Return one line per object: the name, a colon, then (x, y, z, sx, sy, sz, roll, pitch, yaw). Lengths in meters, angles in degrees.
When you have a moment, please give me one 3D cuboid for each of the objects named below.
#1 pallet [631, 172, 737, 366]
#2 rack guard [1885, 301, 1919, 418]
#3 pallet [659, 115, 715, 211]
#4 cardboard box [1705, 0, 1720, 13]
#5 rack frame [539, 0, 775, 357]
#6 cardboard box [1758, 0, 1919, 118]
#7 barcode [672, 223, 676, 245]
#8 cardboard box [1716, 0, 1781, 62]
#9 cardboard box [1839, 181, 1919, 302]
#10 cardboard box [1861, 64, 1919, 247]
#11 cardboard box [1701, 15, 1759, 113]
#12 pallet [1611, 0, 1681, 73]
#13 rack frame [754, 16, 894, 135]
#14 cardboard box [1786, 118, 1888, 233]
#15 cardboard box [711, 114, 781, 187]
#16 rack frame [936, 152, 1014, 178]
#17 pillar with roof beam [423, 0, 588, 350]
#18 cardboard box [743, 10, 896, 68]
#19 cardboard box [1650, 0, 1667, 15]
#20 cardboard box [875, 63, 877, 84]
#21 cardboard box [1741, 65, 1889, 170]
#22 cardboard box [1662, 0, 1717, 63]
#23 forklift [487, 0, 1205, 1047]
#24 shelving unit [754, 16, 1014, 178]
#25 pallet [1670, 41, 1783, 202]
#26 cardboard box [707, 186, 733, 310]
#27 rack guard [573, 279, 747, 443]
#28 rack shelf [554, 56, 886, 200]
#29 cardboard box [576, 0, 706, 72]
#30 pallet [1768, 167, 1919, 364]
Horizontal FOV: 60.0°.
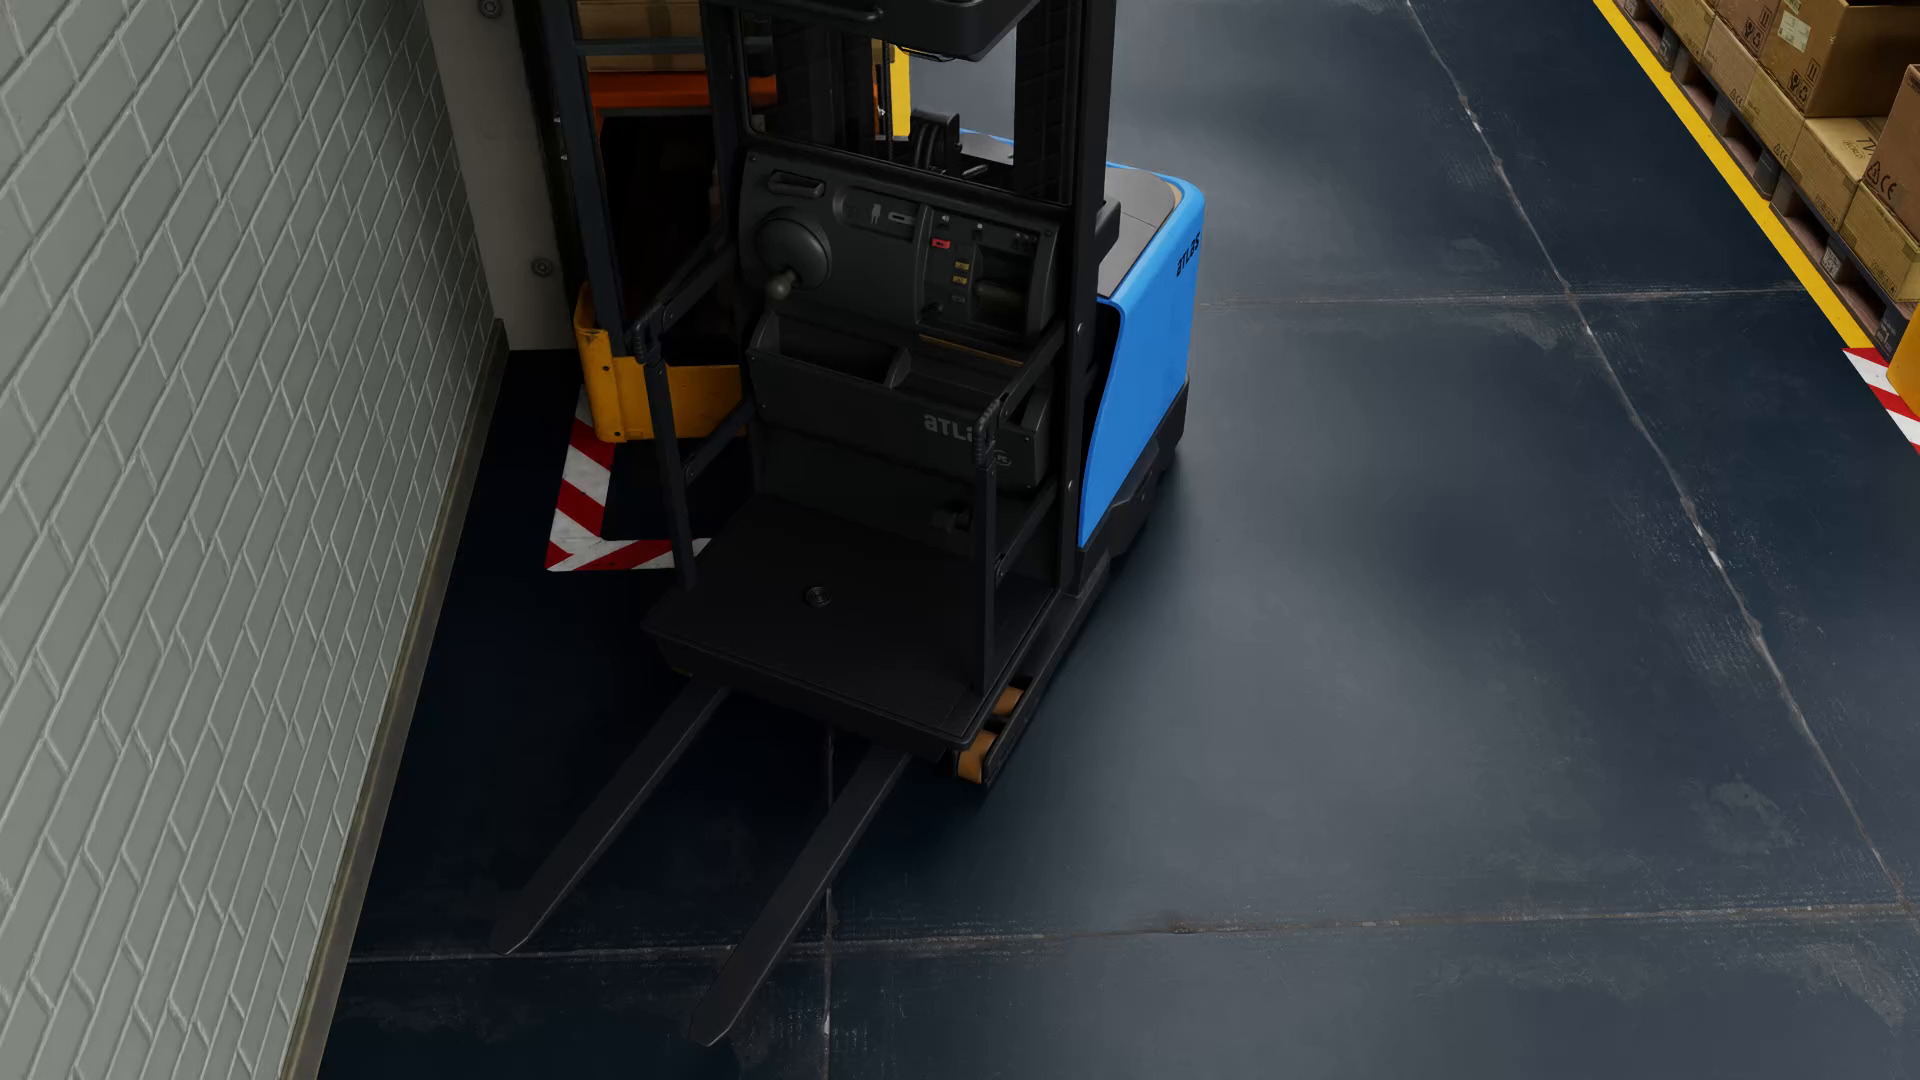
pallet: (-0.779, -1.119, 6.814, 1.003, 0.211, 1.213, -2, 43, -2)
rack guard: (4.174, -0.753, 6.201, 1.175, 0.500, 0.348, -2, 43, -2)
pallet: (-0.828, -1.940, 7.710, 1.003, 0.211, 1.213, -2, 43, -2)
cardboard box: (3.752, -2.811, 7.766, 0.500, 0.500, 0.500, -2, 43, -2)
rack frame: (-0.776, -1.546, 5.216, 1.000, 3.000, 0.127, -2, 43, -2)
cardboard box: (3.796, -2.136, 7.030, 0.500, 0.500, 0.500, -2, 43, -2)
barcode: (-1.116, -1.191, 6.486, 0.001, 0.075, 0.075, -2, 43, -2)
cardboard box: (3.776, -2.474, 7.398, 0.500, 0.500, 0.500, -2, 43, -2)
cardboard box: (3.855, -1.185, 6.547, 0.500, 0.250, 0.500, -2, 43, -2)
cardboard box: (3.853, -1.462, 6.294, 0.500, 0.500, 0.500, -2, 43, -2)
cardboard box: (3.779, -2.197, 7.652, 0.500, 0.250, 0.500, -2, 43, -2)
pallet: (3.995, -2.825, 8.675, 1.003, 0.211, 1.213, -2, 43, -2)
rack frame: (-0.447, -1.243, 5.999, 0.500, 1.500, 0.032, -27, 50, -25)
cardboard box: (3.822, -1.522, 6.915, 0.500, 0.250, 0.500, -2, 43, -2)
cardboard box: (-0.740, -1.571, 6.909, 0.500, 0.311, 0.500, 2, 43, 2)
rack frame: (0.150, -0.675, 5.403, 0.500, 1.500, 0.032, -27, 50, -25)
pillar with roof beam: (2.631, -4.329, 3.813, 9.100, 9.000, 0.400, -2, 43, -2)
cardboard box: (-0.480, -1.836, 5.630, 0.500, 0.250, 0.500, -3, 43, -3)
cardboard box: (3.736, -2.873, 8.388, 0.500, 0.250, 0.500, -2, 43, -2)
cardboard box: (-0.721, -2.138, 7.387, 0.700, 0.500, 0.500, -4, 43, -4)
cardboard box: (3.798, -1.860, 7.283, 0.500, 0.250, 0.500, -2, 43, -2)
cardboard box: (3.752, -2.535, 8.020, 0.500, 0.250, 0.500, -2, 43, -2)
forklift: (-0.270, -0.696, 4.340, 1.130, 2.935, 3.031, 18, 45, 18)
shelving unit: (-0.149, -0.959, 5.701, 0.538, 1.500, 1.048, -27, 50, -25)
pallet: (4.050, -1.999, 7.775, 1.003, 0.211, 1.213, -2, 43, -2)
cardboard box: (-0.716, -1.186, 6.489, 0.500, 0.311, 0.500, -6, 43, -7)
rack guard: (-0.780, -0.676, 6.117, 1.175, 0.500, 0.348, -2, 43, -2)
rack shelf: (-0.861, -2.631, 6.933, 1.077, 0.370, 4.000, -2, 43, -2)
cardboard box: (-0.990, -1.808, 5.599, 0.500, 0.250, 0.500, -1, 43, -1)
pallet: (4.098, -1.178, 6.878, 1.003, 0.211, 1.213, -2, 43, -2)
